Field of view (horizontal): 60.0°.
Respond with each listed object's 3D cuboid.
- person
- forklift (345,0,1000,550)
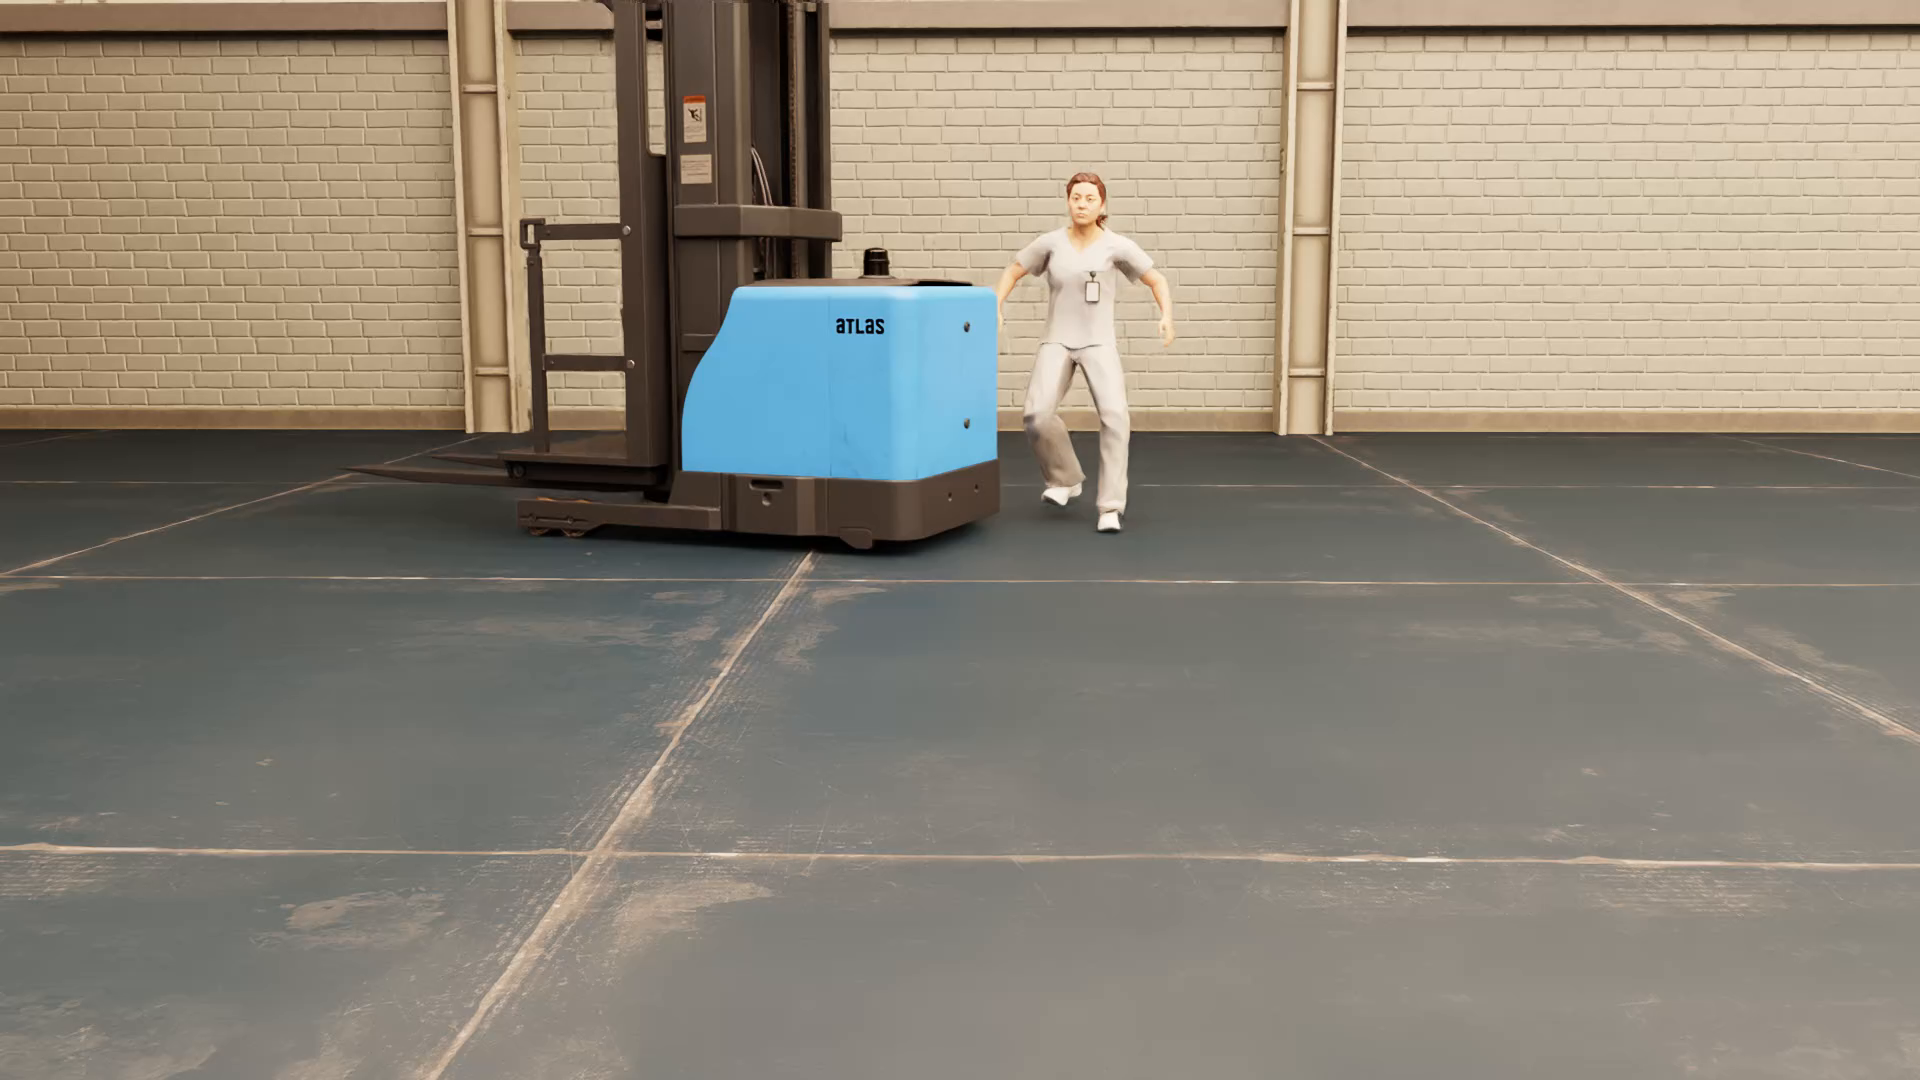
[{"bbox_3d":[0.531,-0.853,7.512,0.851,1.598,0.629,3,9,17],"label":"person"},{"bbox_3d":[-1.389,-1.528,7.426,3.031,2.935,1.130,4,9,22],"label":"forklift"}]
